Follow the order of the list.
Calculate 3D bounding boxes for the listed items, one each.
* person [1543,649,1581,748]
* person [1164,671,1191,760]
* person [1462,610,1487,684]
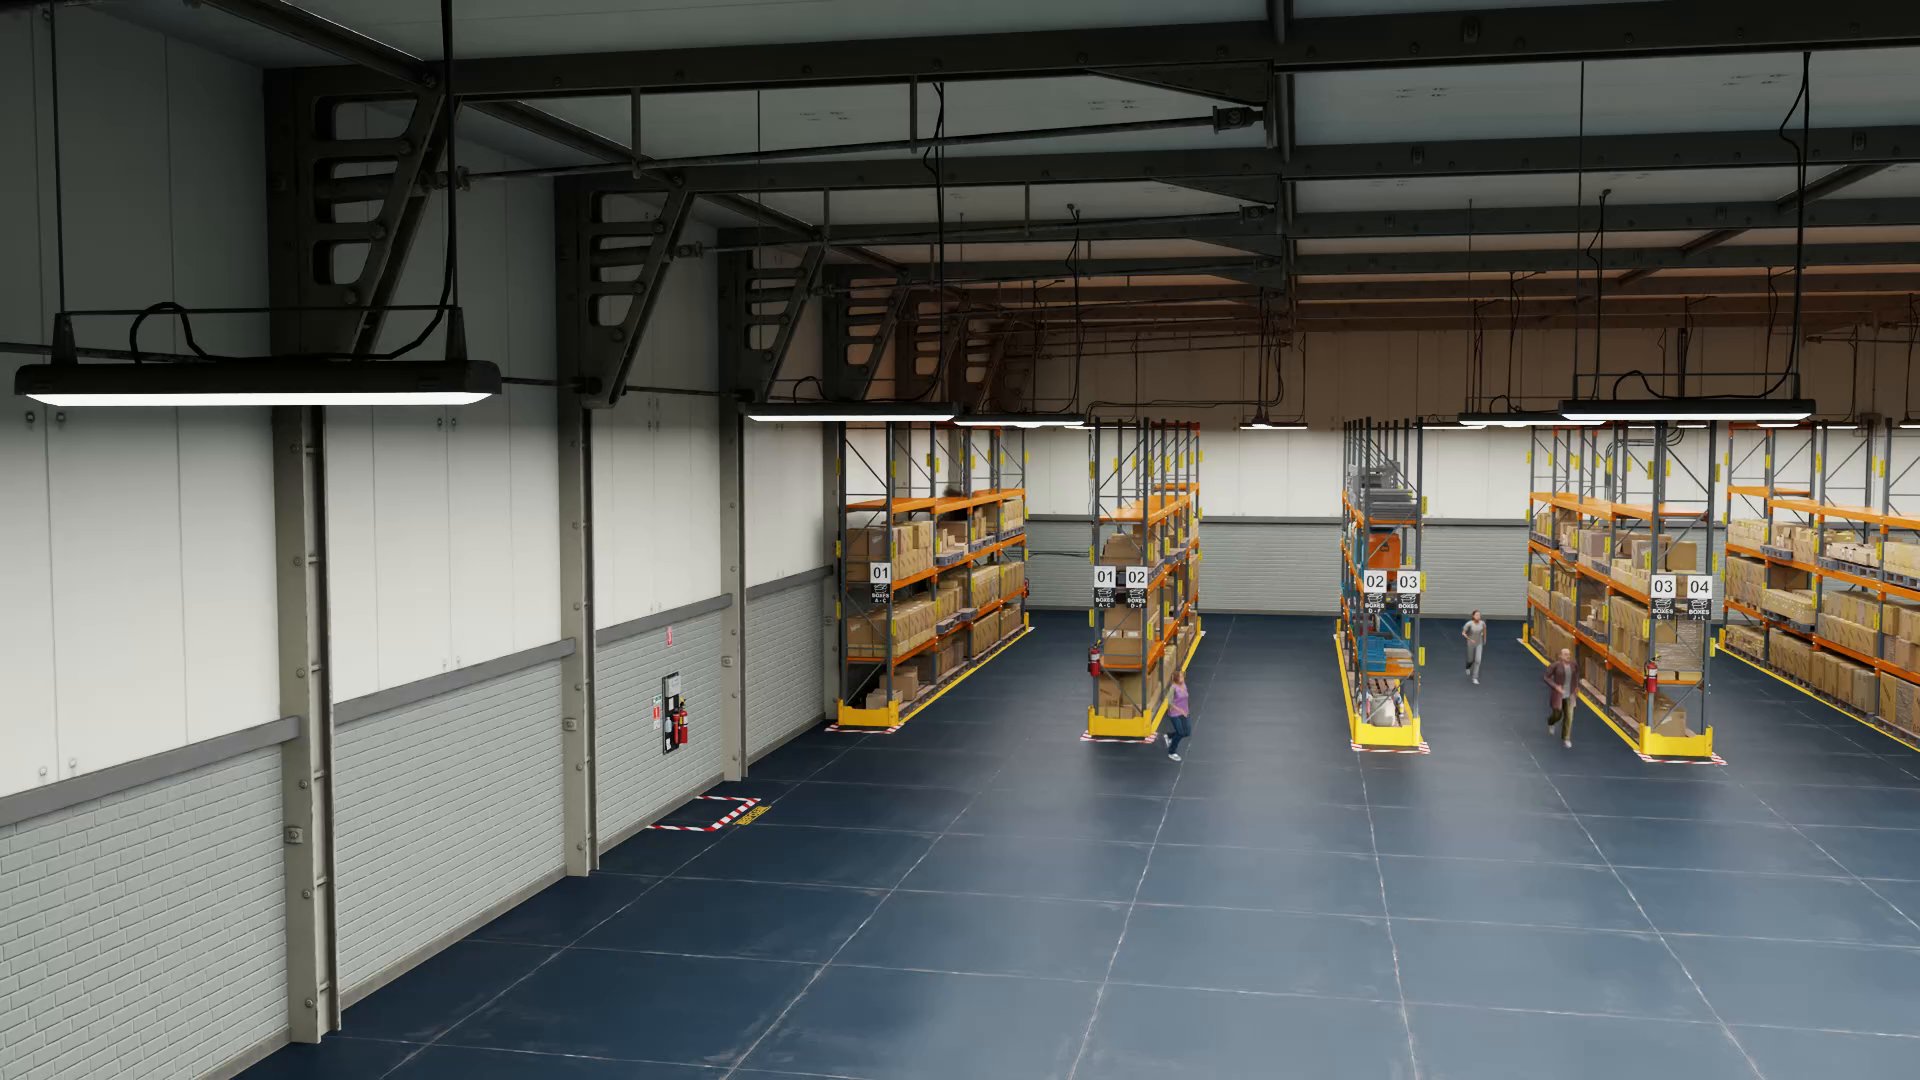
[{"bbox_3d":[11.050,2.861,30.534,0.723,1.764,1.053,0,4,-2],"label":"person"},{"bbox_3d":[3.810,3.067,29.106,0.562,1.565,0.609,-3,5,-42],"label":"person"},{"bbox_3d":[11.813,2.424,38.172,0.588,1.661,0.943,0,4,1],"label":"person"}]
